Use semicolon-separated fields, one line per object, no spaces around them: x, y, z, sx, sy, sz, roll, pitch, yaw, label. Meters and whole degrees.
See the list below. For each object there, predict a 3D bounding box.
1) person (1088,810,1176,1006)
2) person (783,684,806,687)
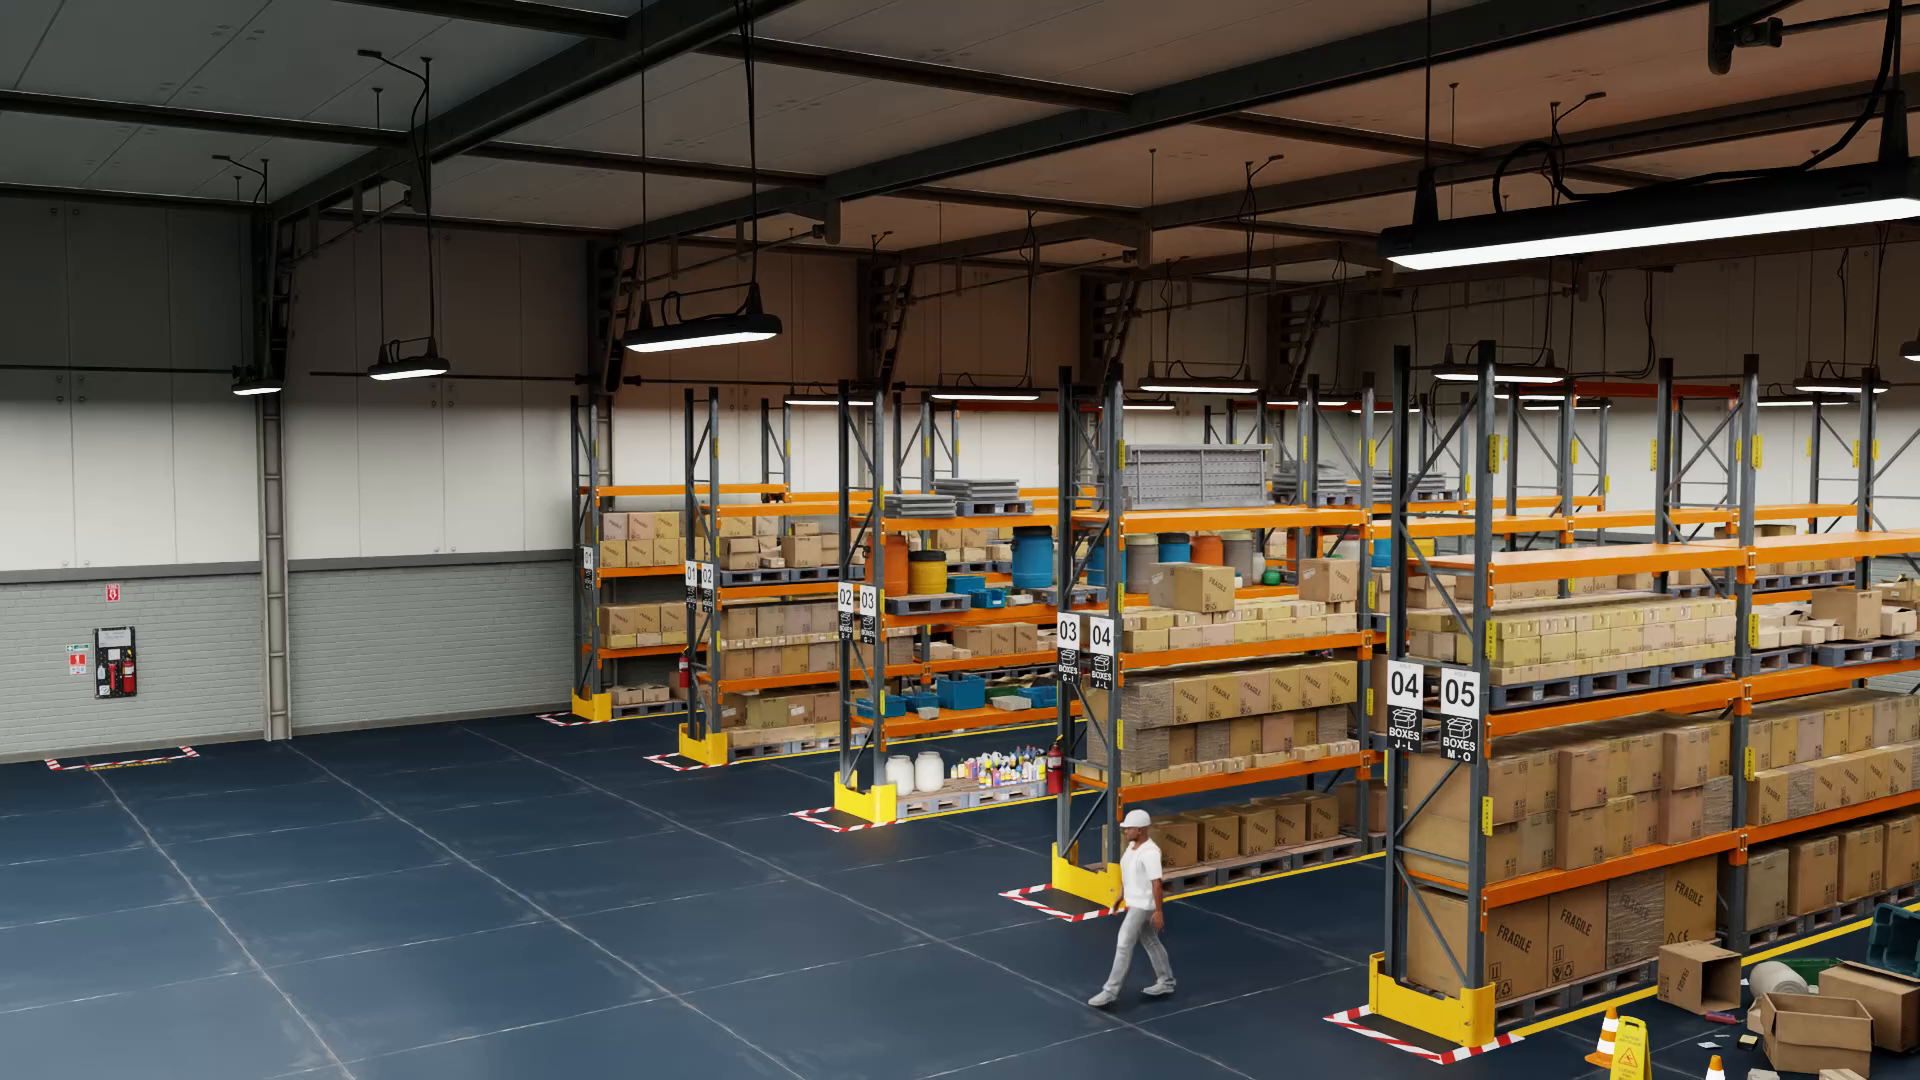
1.574;3.348;15.317;0.894;1.726;0.611;0;3;-7;person
-2.958;2.484;29.693;0.919;1.733;0.553;-1;4;-20;person
